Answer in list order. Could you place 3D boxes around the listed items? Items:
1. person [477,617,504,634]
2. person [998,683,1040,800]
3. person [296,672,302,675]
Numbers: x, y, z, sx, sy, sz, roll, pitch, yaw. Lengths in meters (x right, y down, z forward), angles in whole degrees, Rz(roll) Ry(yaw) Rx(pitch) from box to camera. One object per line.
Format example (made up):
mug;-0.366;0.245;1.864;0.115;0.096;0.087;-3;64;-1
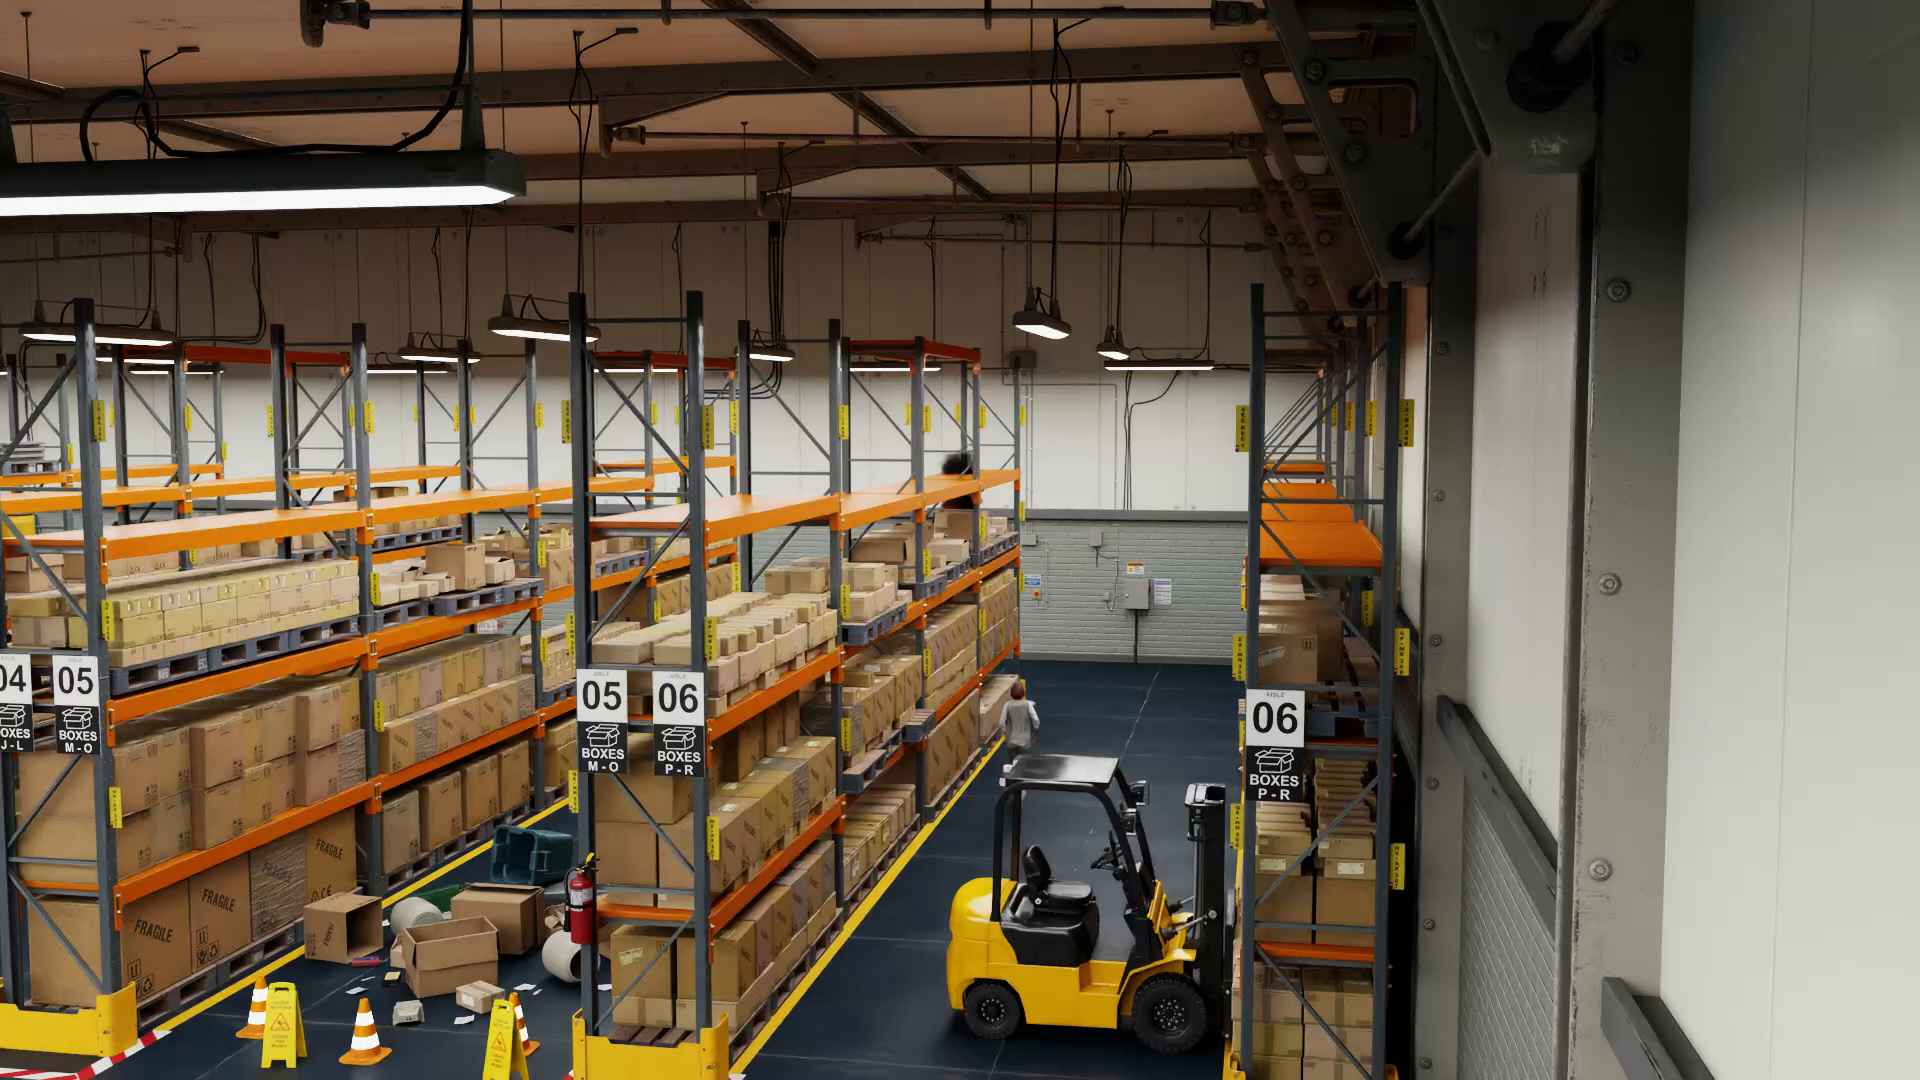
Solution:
person;-8.807;1.804;30.997;0.588;1.773;0.672;2;5;19
person;0.797;2.645;21.734;0.503;1.562;0.496;0;5;5
person;-8.790;2.548;21.982;0.661;1.695;0.638;0;5;5
